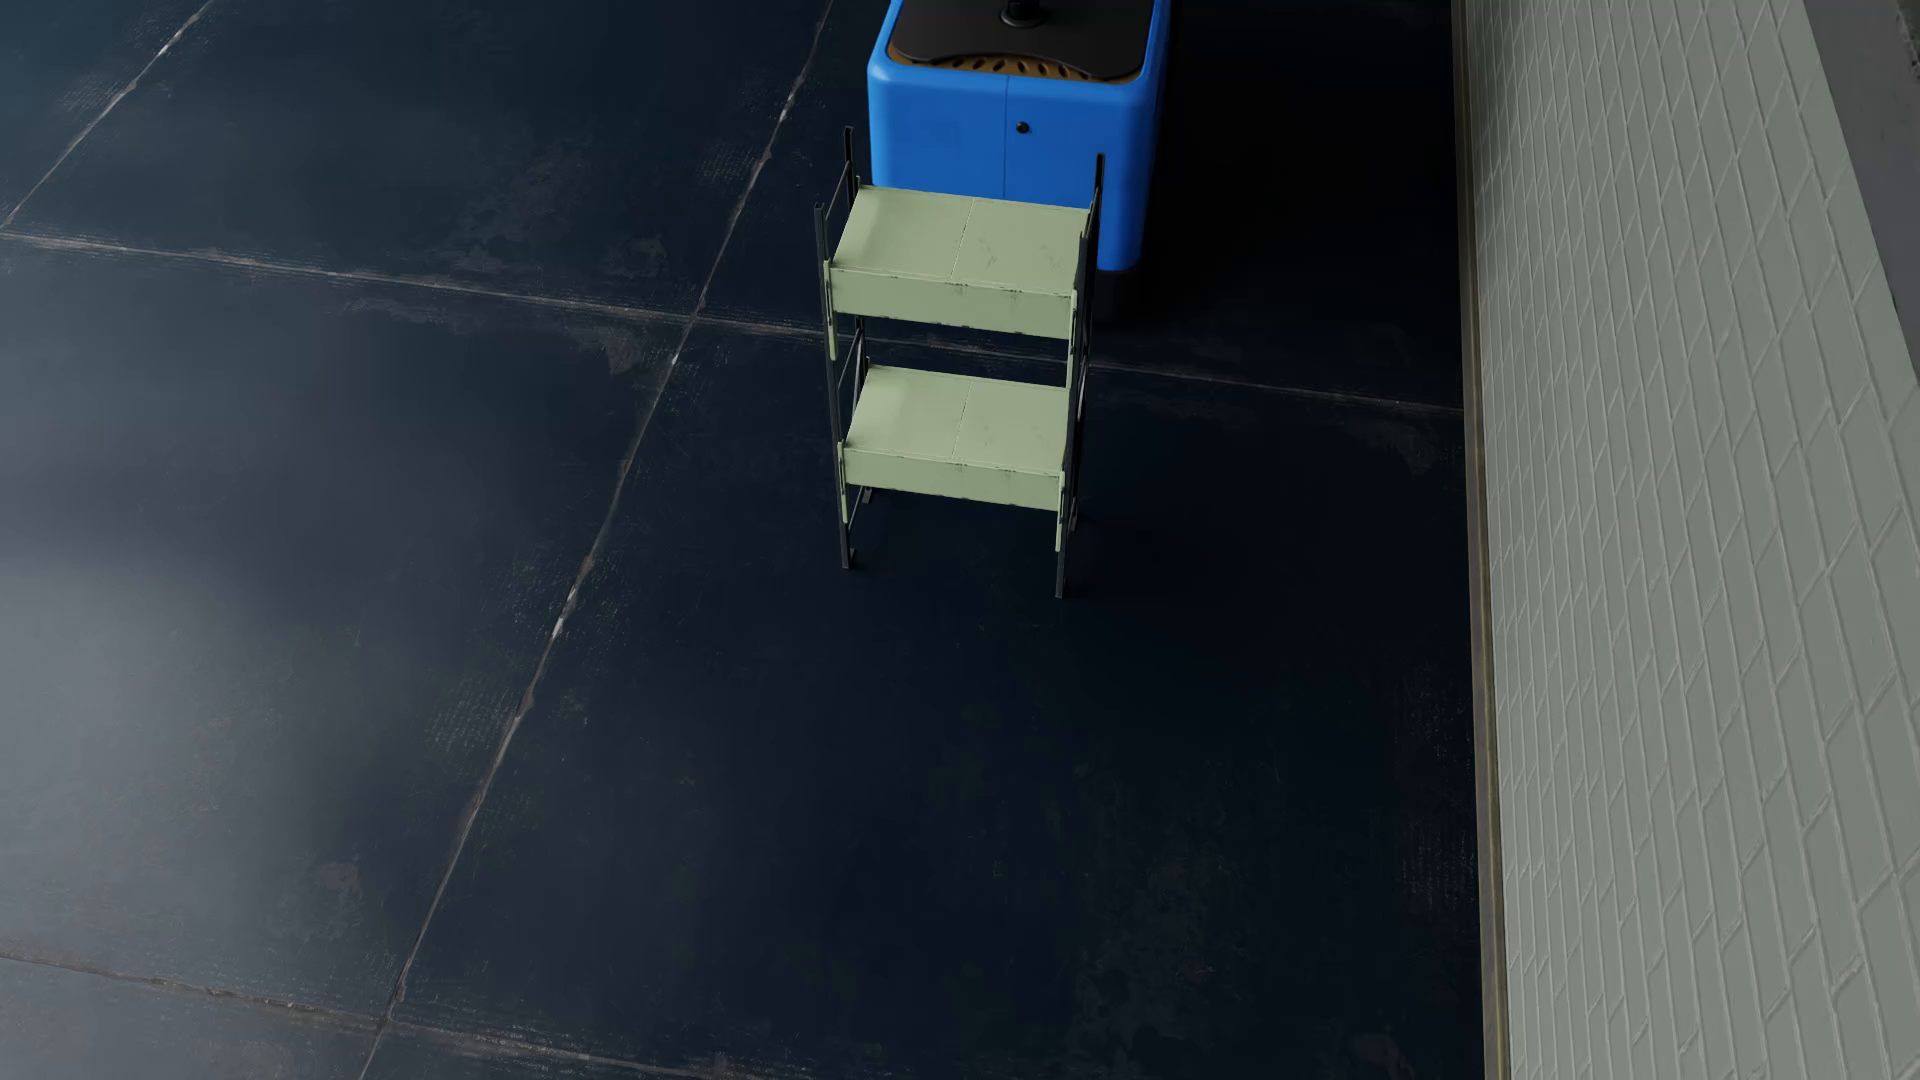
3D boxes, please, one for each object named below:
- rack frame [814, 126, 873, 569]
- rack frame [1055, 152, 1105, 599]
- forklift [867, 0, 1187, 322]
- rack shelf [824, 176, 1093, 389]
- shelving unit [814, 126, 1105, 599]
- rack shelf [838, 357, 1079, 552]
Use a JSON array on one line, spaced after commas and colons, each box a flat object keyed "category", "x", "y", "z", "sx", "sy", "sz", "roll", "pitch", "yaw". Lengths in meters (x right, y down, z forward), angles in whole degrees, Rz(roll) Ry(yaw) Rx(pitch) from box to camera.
[{"category": "rack frame", "x": -0.354, "y": -0.549, "z": 5.235, "sx": 0.023, "sy": 1.500, "sz": 0.400, "roll": 8, "pitch": 49, "yaw": 7}, {"category": "rack frame", "x": 0.367, "y": -0.452, "z": 5.148, "sx": 0.023, "sy": 1.500, "sz": 0.400, "roll": 8, "pitch": 49, "yaw": 7}, {"category": "forklift", "x": 0.410, "y": -2.932, "z": 6.414, "sx": 1.130, "sy": 2.935, "sz": 3.031, "roll": 7, "pitch": 48, "yaw": 6}, {"category": "rack shelf", "x": 0.007, "y": -0.761, "z": 4.901, "sx": 0.720, "sy": 0.370, "sz": 0.431, "roll": 8, "pitch": 49, "yaw": 7}, {"category": "shelving unit", "x": 0.007, "y": -0.500, "z": 5.191, "sx": 0.755, "sy": 1.500, "sz": 0.431, "roll": 8, "pitch": 49, "yaw": 7}, {"category": "rack shelf", "x": 0.007, "y": -0.283, "z": 5.434, "sx": 0.720, "sy": 0.370, "sz": 0.431, "roll": 8, "pitch": 49, "yaw": 7}]
